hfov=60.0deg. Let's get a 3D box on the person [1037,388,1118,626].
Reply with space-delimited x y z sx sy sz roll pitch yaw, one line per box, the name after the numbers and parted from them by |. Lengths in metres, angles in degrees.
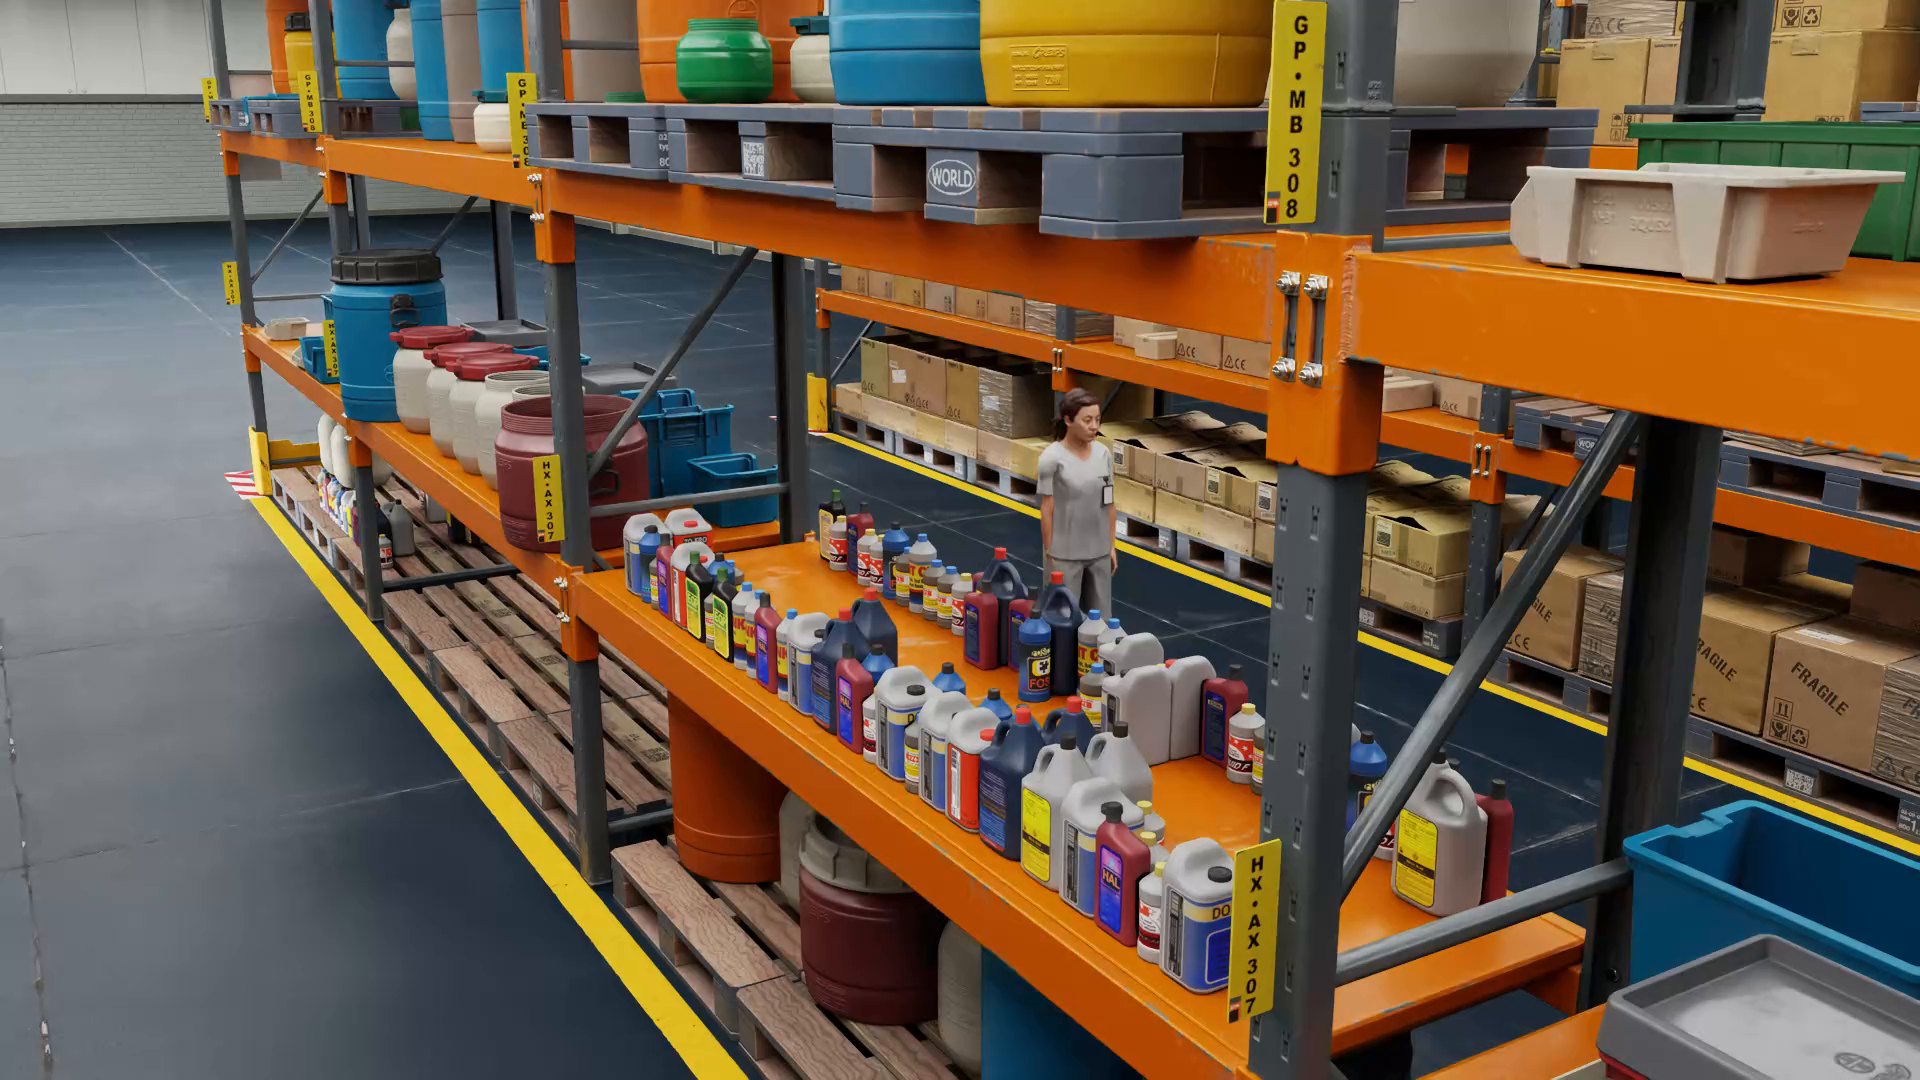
0.581 0.075 8.261 0.439 1.666 0.363 -8 17 -29 | person
